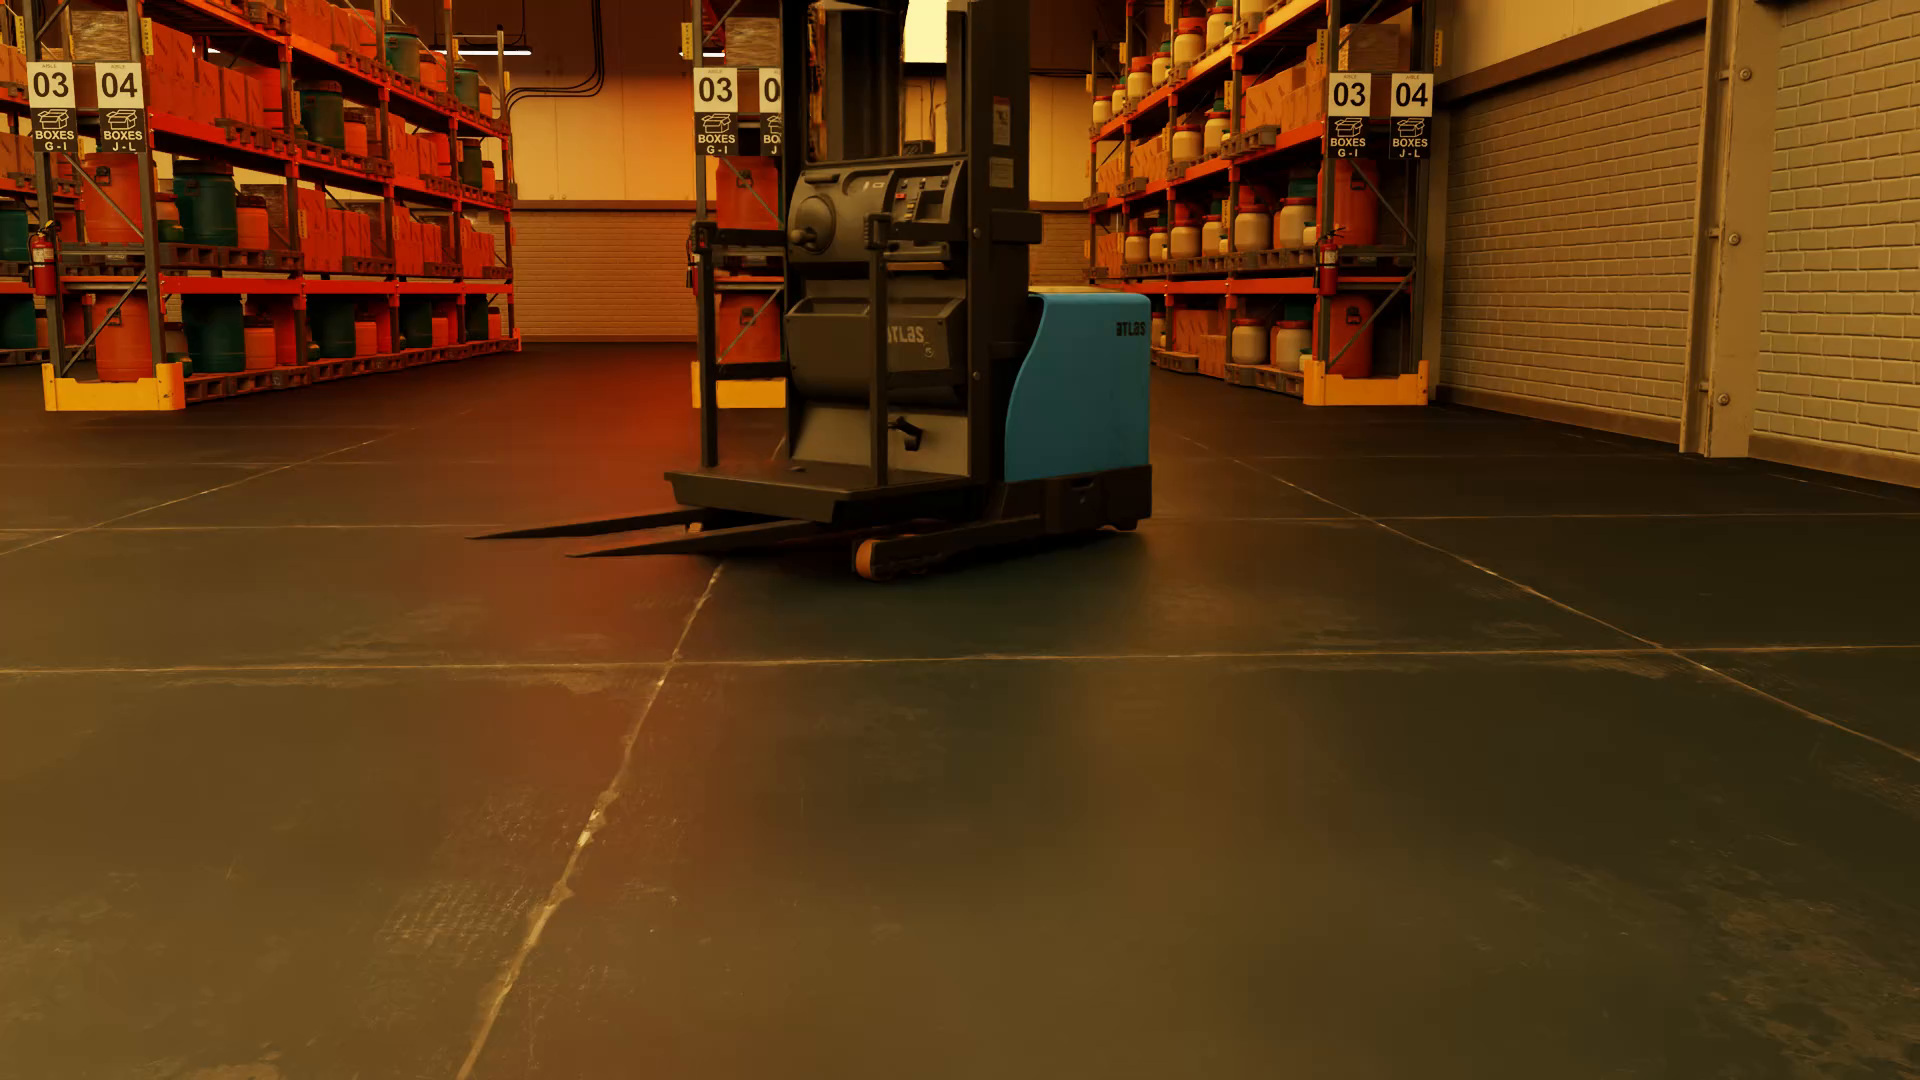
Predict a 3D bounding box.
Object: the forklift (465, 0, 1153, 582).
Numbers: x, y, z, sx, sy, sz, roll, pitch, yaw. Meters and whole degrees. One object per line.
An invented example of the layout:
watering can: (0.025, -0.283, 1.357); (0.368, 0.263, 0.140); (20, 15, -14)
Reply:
forklift: (-0.492, -1.375, 6.591); (1.130, 2.935, 3.031); (8, 11, 42)
